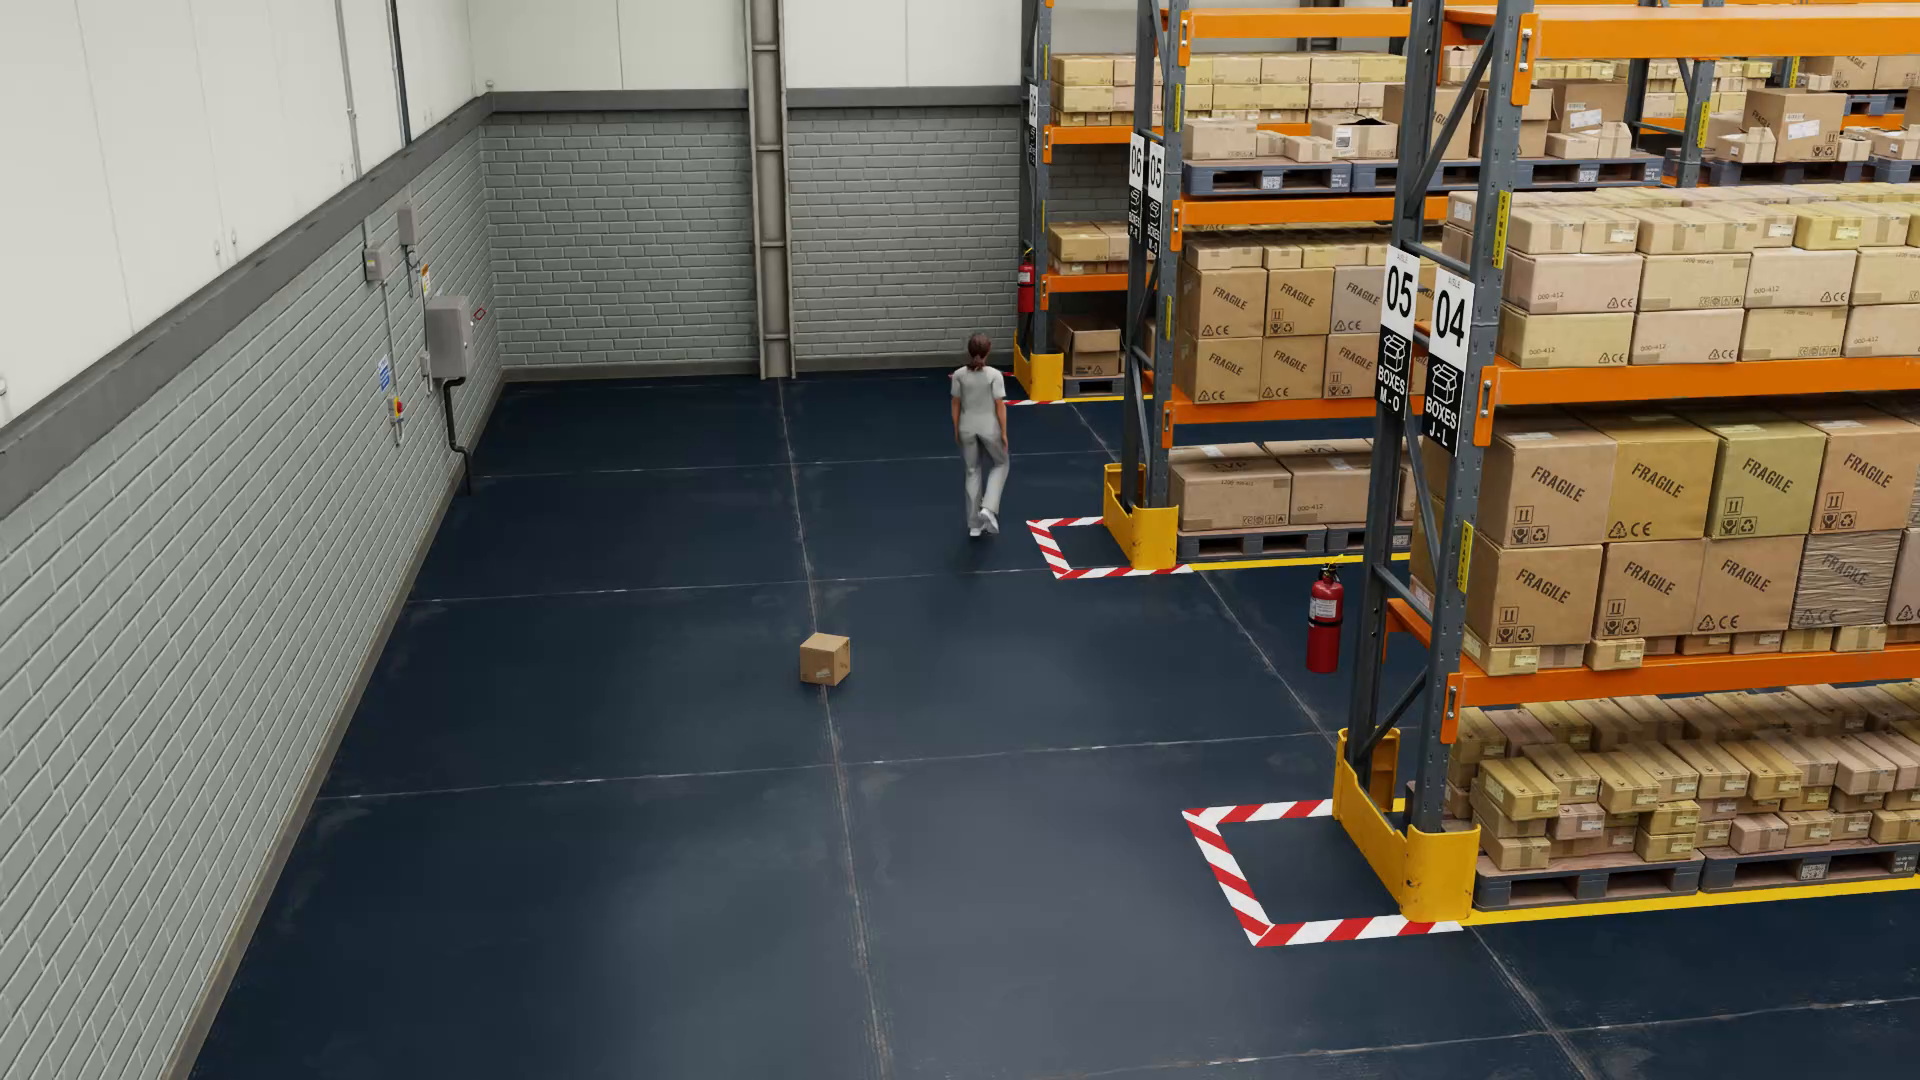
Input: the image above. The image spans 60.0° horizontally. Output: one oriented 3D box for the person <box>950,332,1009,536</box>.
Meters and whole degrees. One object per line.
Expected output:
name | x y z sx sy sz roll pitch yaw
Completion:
person | 0.167 -0.853 13.354 0.472 1.673 0.459 4 20 11
